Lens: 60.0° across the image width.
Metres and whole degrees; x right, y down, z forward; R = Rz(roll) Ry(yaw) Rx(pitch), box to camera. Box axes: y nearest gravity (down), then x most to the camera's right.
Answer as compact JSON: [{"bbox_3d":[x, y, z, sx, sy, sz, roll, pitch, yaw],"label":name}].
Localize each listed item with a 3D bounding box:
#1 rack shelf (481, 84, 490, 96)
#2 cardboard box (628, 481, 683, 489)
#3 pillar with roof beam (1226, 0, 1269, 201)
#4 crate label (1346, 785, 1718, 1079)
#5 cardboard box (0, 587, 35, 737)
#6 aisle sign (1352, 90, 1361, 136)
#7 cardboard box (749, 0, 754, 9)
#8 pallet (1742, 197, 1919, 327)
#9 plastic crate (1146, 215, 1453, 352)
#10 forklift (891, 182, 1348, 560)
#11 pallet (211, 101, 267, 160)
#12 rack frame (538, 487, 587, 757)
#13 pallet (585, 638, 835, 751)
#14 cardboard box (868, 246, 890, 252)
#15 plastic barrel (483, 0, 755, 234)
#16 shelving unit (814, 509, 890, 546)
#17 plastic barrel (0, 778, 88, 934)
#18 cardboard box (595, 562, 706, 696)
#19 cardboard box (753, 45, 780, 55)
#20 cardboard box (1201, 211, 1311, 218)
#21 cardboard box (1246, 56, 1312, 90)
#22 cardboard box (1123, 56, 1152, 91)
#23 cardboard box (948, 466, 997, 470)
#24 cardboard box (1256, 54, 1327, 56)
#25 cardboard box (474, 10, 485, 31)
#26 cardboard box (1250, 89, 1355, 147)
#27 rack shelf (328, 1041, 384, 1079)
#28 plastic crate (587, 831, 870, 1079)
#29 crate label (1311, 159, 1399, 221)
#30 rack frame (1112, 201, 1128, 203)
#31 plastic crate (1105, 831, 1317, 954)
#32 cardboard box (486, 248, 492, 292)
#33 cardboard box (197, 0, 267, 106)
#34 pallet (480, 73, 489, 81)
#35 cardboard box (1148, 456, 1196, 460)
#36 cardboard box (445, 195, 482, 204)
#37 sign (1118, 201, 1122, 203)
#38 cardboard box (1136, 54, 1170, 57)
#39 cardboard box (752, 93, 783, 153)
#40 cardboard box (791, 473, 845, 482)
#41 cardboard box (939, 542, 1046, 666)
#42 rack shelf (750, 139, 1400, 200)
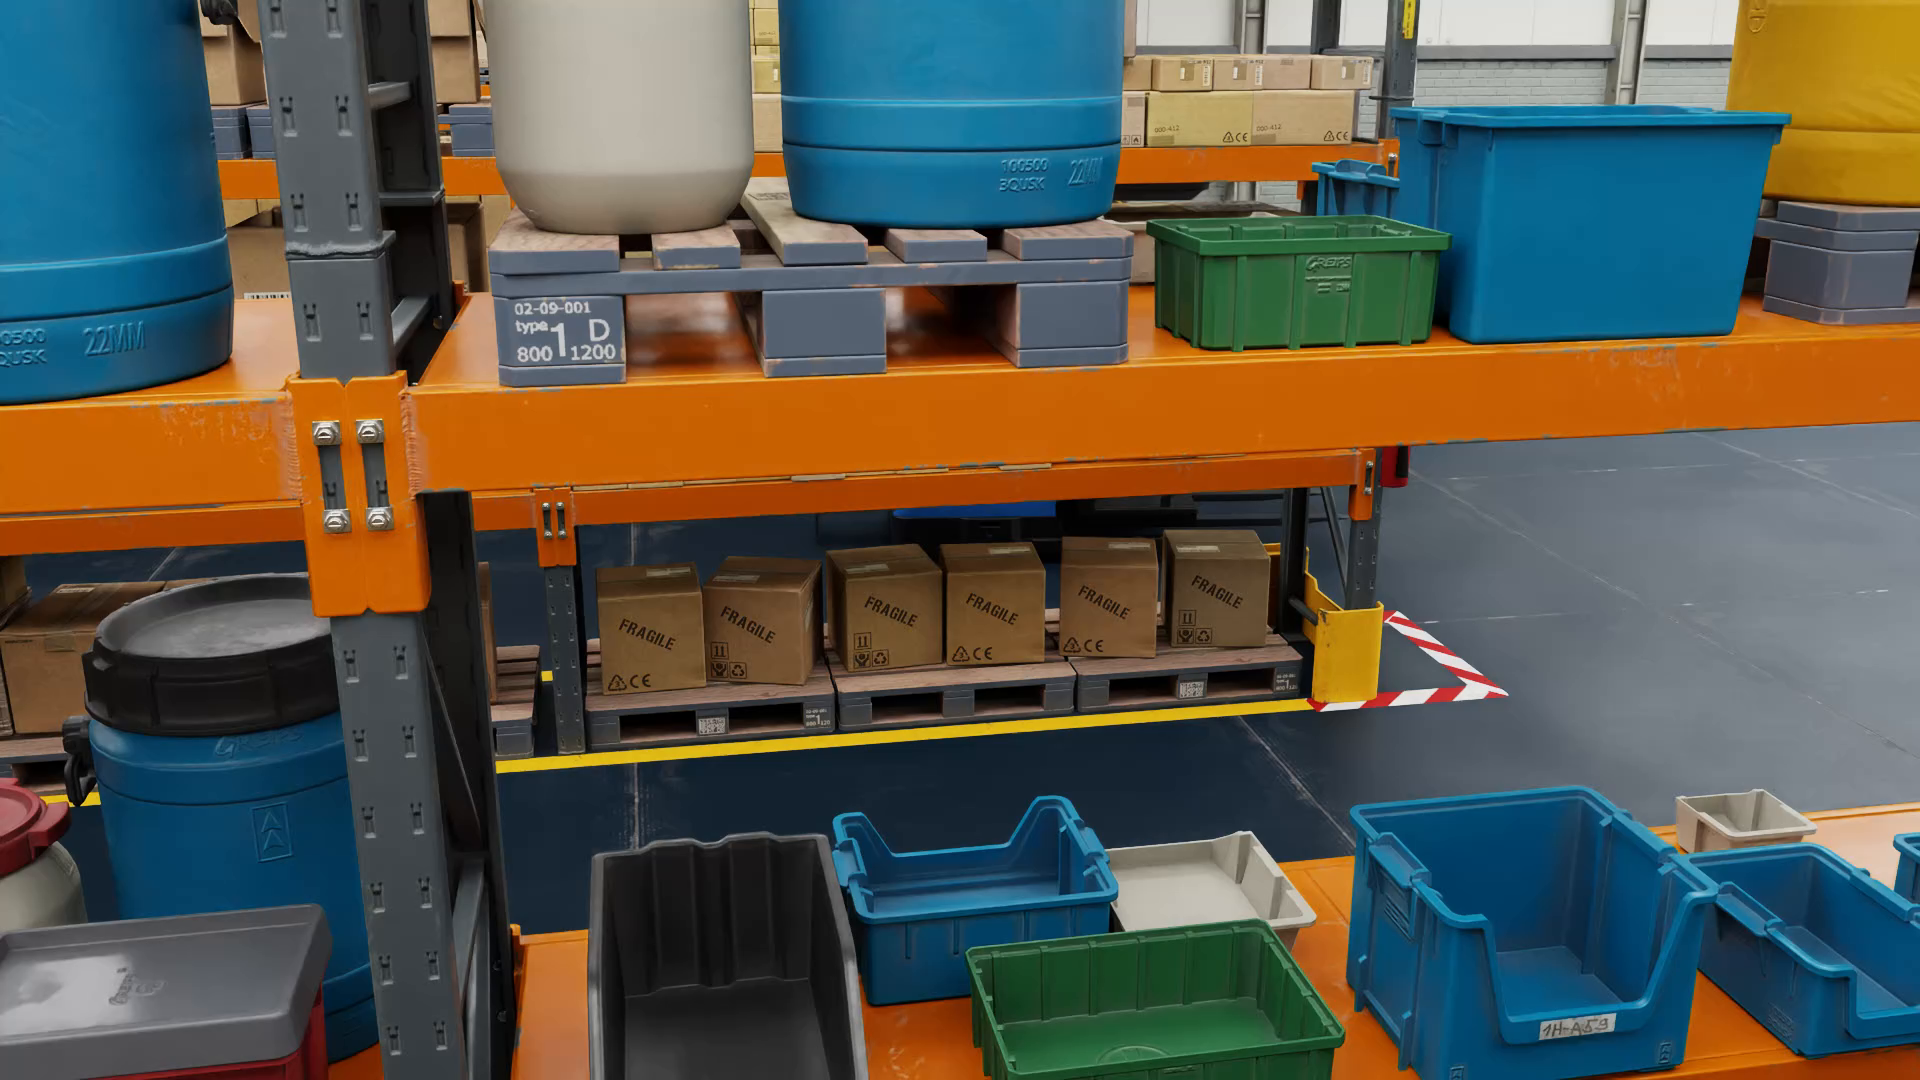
[{"bbox_3d":[-5.795,-4.382,16.588,4.000,0.370,1.077,-3,17,-10],"label":"rack shelf"},{"bbox_3d":[-1.435,-0.362,7.811,0.250,0.149,0.380,-3,17,-10],"label":"cardboard box"},{"bbox_3d":[5.004,-7.239,19.555,0.400,9.000,9.100,-3,17,-10],"label":"pillar with roof beam"},{"bbox_3d":[1.160,0.822,3.468,0.616,0.435,0.502,-3,17,-10],"label":"crate label"},{"bbox_3d":[-4.683,0.583,7.814,0.500,0.500,0.700,-5,18,-15],"label":"cardboard box"},{"bbox_3d":[1.980,-2.102,8.621,0.004,0.787,0.394,-3,17,-10],"label":"aisle sign"},{"bbox_3d":[-1.623,-3.891,11.947,0.250,0.149,0.380,-4,17,-11],"label":"cardboard box"},{"bbox_3d":[2.085,-0.668,3.590,1.213,0.211,1.003,-3,17,-10],"label":"pallet"},{"bbox_3d":[0.589,-0.461,2.957,0.450,0.188,0.336,-3,17,-10],"label":"plastic crate"},{"bbox_3d":[1.047,-1.414,10.924,3.031,2.935,1.130,-1,17,-2],"label":"forklift"},{"bbox_3d":[-3.596,-1.829,7.368,1.003,0.211,1.213,-3,17,-10],"label":"pallet"},{"bbox_3d":[-1.951,-0.547,7.984,0.127,3.000,1.000,-3,17,-10],"label":"rack frame"},{"bbox_3d":[-1.299,0.738,8.548,1.213,0.211,1.003,-3,17,-10],"label":"pallet"},{"bbox_3d":[-0.480,-1.223,7.804,0.500,0.500,0.500,-3,17,-10],"label":"cardboard box"},{"bbox_3d":[-0.552,-0.775,2.711,0.421,0.512,0.421,0,17,0],"label":"plastic barrel"},{"bbox_3d":[-0.726,-0.569,11.119,0.503,1.200,0.258,-1,17,-2],"label":"shelving unit"},{"bbox_3d":[-1.993,0.806,3.348,0.433,0.535,0.433,0,17,0],"label":"plastic barrel"},{"bbox_3d":[-1.551,0.436,8.324,0.500,0.500,0.500,-4,17,-12],"label":"cardboard box"},{"bbox_3d":[-1.373,-3.524,12.111,0.250,0.149,0.380,-4,17,-11],"label":"cardboard box"},{"bbox_3d":[1.483,-1.336,8.173,0.500,0.500,0.500,-3,17,-10],"label":"cardboard box"},{"bbox_3d":[1.485,-2.237,7.952,0.250,0.149,0.380,-4,17,-12],"label":"cardboard box"},{"bbox_3d":[0.728,-2.191,7.804,0.250,0.149,0.380,-3,17,-10],"label":"cardboard box"},{"bbox_3d":[0.024,-0.467,8.150,0.250,0.149,0.380,-3,17,-10],"label":"cardboard box"},{"bbox_3d":[1.662,-2.374,8.400,0.250,0.149,0.380,-3,17,-11],"label":"cardboard box"},{"bbox_3d":[-4.969,-5.258,16.902,0.500,0.250,0.500,-4,17,-12],"label":"cardboard box"},{"bbox_3d":[1.551,-2.032,7.965,0.500,0.250,0.500,-3,17,-9],"label":"cardboard box"},{"bbox_3d":[-2.976,1.336,3.078,4.000,0.370,1.077,-3,17,-10],"label":"rack shelf"},{"bbox_3d":[-0.474,0.918,3.320,0.504,0.338,0.767,-3,17,-10],"label":"plastic crate"},{"bbox_3d":[1.015,-0.696,3.613,0.408,0.251,0.502,-3,17,-10],"label":"crate label"},{"bbox_3d":[1.134,-2.205,13.383,0.127,3.000,1.000,-3,17,-10],"label":"rack frame"},{"bbox_3d":[0.534,0.843,3.906,0.437,0.136,0.530,-3,17,-10],"label":"plastic crate"},{"bbox_3d":[-3.255,-1.924,12.297,0.500,0.500,0.500,-3,17,-11],"label":"cardboard box"},{"bbox_3d":[-3.357,-2.181,7.303,0.637,0.503,0.797,-3,17,-8],"label":"cardboard box"},{"bbox_3d":[-3.684,-3.260,12.033,1.217,0.209,0.805,-4,18,-13],"label":"pallet"},{"bbox_3d":[1.006,-0.522,8.332,0.250,0.149,0.380,-3,17,-10],"label":"cardboard box"},{"bbox_3d":[-3.784,-2.450,12.305,0.500,0.500,0.700,-4,17,-11],"label":"cardboard box"},{"bbox_3d":[1.223,-2.715,12.666,0.005,0.325,0.100,-3,17,-10],"label":"sign"},{"bbox_3d":[0.883,-2.343,8.299,0.250,0.149,0.380,-3,17,-8],"label":"cardboard box"},{"bbox_3d":[-0.943,-1.891,7.508,0.500,0.250,0.500,-3,17,-11],"label":"cardboard box"},{"bbox_3d":[-0.698,-0.403,7.943,0.250,0.149,0.380,-3,17,-10],"label":"cardboard box"},{"bbox_3d":[0.161,0.327,8.681,0.500,0.500,0.500,-2,17,-5],"label":"cardboard box"},{"bbox_3d":[0.012,-1.748,8.012,4.000,0.370,1.077,-3,17,-10],"label":"rack shelf"}]
